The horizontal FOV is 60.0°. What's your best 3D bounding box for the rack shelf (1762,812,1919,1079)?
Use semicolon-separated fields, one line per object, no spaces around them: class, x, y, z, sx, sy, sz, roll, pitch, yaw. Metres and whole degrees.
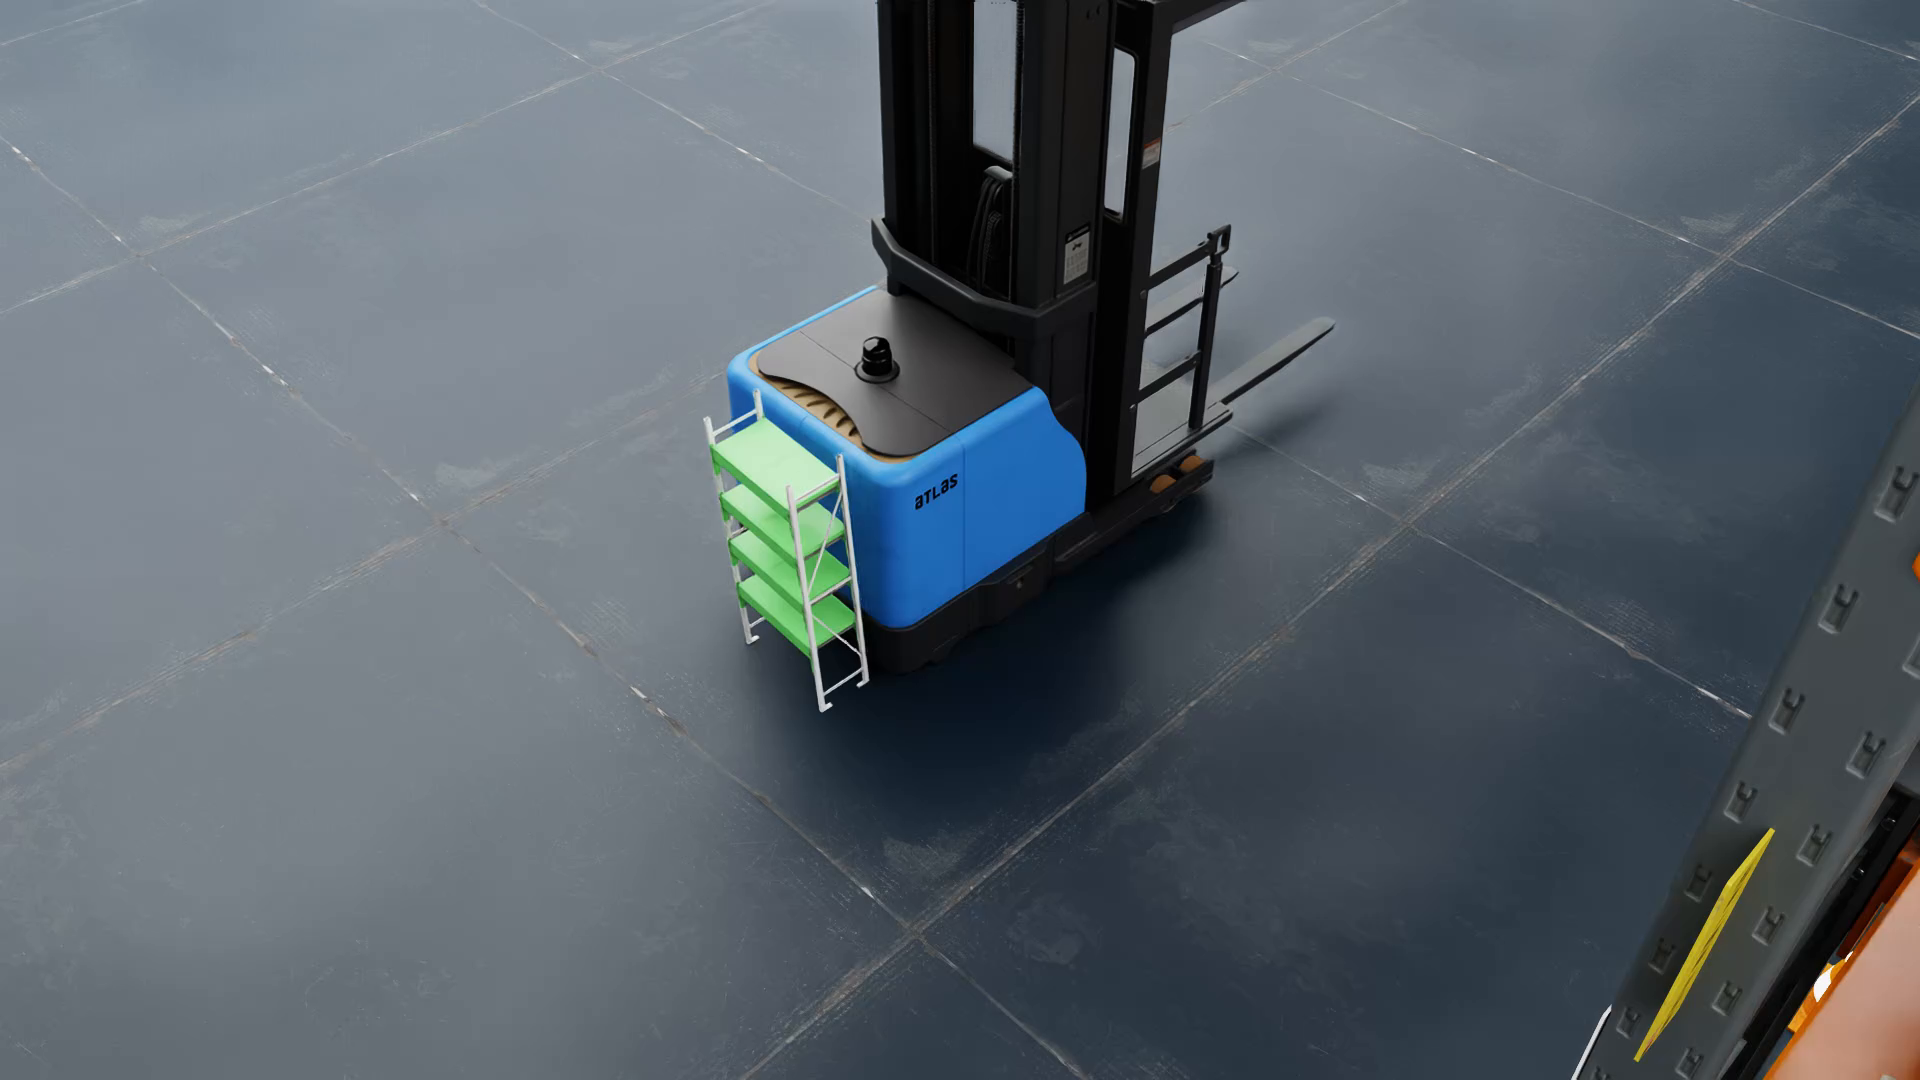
rack shelf;2.567;1.711;1.508;1.077;0.370;4.000;-34;53;-31

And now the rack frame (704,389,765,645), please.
rack frame;-0.801;-0.061;6.423;0.240;1.200;0.015;-33;52;-27

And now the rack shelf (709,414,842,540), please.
rack shelf;-0.656;-0.233;5.996;0.258;0.148;0.480;-33;52;-27

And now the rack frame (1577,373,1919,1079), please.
rack frame;1.154;-0.616;1.286;1.000;3.000;0.127;-34;53;-31

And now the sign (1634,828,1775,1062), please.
sign;0.770;0.425;1.726;0.100;0.325;0.005;-34;53;-31

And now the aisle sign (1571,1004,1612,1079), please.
aisle sign;0.891;0.752;2.311;0.394;0.787;0.004;-34;53;-31

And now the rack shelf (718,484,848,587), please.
rack shelf;-0.647;-0.062;6.164;0.258;0.148;0.480;-33;52;-27

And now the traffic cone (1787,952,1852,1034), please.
traffic cone;2.917;1.412;5.381;0.336;0.463;0.334;-34;53;-31

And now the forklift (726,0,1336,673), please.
forklift;0.496;-1.430;6.638;3.031;2.935;1.130;-33;52;-30

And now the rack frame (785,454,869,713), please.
rack frame;-0.480;0.188;6.153;0.240;1.200;0.015;-33;52;-27

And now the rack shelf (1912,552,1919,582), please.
rack shelf;2.567;0.611;0.491;1.077;0.370;4.000;-34;53;-31

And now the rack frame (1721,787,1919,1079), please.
rack frame;1.154;1.587;3.322;1.000;3.000;0.127;-34;53;-31

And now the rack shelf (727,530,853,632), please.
rack shelf;-0.638;0.109;6.333;0.258;0.148;0.480;-33;52;-27

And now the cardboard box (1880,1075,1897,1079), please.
cardboard box;1.159;0.893;2.048;0.380;0.149;0.250;-34;53;-31

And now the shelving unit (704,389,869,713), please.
shelving unit;-0.640;0.063;6.288;0.258;1.200;0.503;-33;52;-27

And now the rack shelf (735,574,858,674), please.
rack shelf;-0.629;0.280;6.501;0.258;0.148;0.480;-33;52;-27
